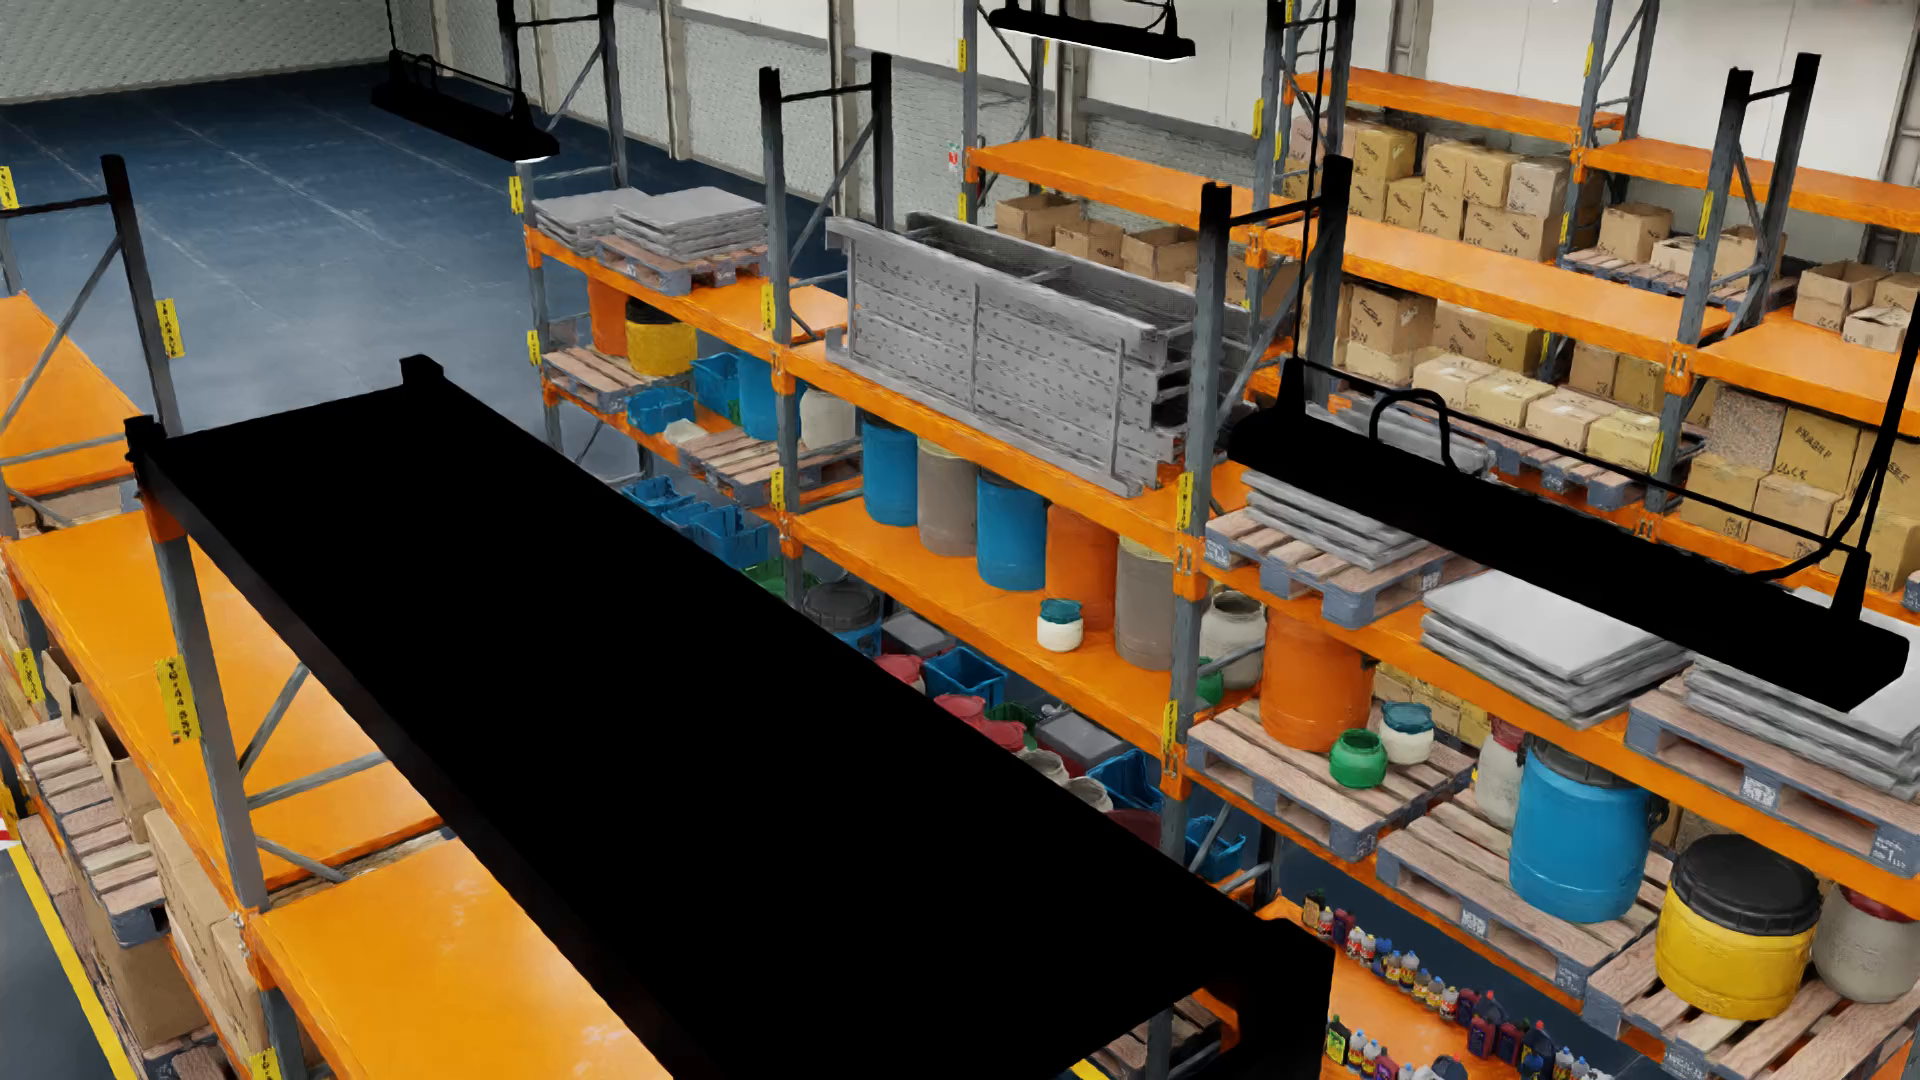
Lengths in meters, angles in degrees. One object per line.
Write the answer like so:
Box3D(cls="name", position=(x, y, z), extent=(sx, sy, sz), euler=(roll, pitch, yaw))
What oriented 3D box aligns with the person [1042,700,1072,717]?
Box3D(cls="person", position=(1.002, 1.022, 14.276), extent=(0.502, 1.625, 0.988), euler=(-20, 32, -35))
